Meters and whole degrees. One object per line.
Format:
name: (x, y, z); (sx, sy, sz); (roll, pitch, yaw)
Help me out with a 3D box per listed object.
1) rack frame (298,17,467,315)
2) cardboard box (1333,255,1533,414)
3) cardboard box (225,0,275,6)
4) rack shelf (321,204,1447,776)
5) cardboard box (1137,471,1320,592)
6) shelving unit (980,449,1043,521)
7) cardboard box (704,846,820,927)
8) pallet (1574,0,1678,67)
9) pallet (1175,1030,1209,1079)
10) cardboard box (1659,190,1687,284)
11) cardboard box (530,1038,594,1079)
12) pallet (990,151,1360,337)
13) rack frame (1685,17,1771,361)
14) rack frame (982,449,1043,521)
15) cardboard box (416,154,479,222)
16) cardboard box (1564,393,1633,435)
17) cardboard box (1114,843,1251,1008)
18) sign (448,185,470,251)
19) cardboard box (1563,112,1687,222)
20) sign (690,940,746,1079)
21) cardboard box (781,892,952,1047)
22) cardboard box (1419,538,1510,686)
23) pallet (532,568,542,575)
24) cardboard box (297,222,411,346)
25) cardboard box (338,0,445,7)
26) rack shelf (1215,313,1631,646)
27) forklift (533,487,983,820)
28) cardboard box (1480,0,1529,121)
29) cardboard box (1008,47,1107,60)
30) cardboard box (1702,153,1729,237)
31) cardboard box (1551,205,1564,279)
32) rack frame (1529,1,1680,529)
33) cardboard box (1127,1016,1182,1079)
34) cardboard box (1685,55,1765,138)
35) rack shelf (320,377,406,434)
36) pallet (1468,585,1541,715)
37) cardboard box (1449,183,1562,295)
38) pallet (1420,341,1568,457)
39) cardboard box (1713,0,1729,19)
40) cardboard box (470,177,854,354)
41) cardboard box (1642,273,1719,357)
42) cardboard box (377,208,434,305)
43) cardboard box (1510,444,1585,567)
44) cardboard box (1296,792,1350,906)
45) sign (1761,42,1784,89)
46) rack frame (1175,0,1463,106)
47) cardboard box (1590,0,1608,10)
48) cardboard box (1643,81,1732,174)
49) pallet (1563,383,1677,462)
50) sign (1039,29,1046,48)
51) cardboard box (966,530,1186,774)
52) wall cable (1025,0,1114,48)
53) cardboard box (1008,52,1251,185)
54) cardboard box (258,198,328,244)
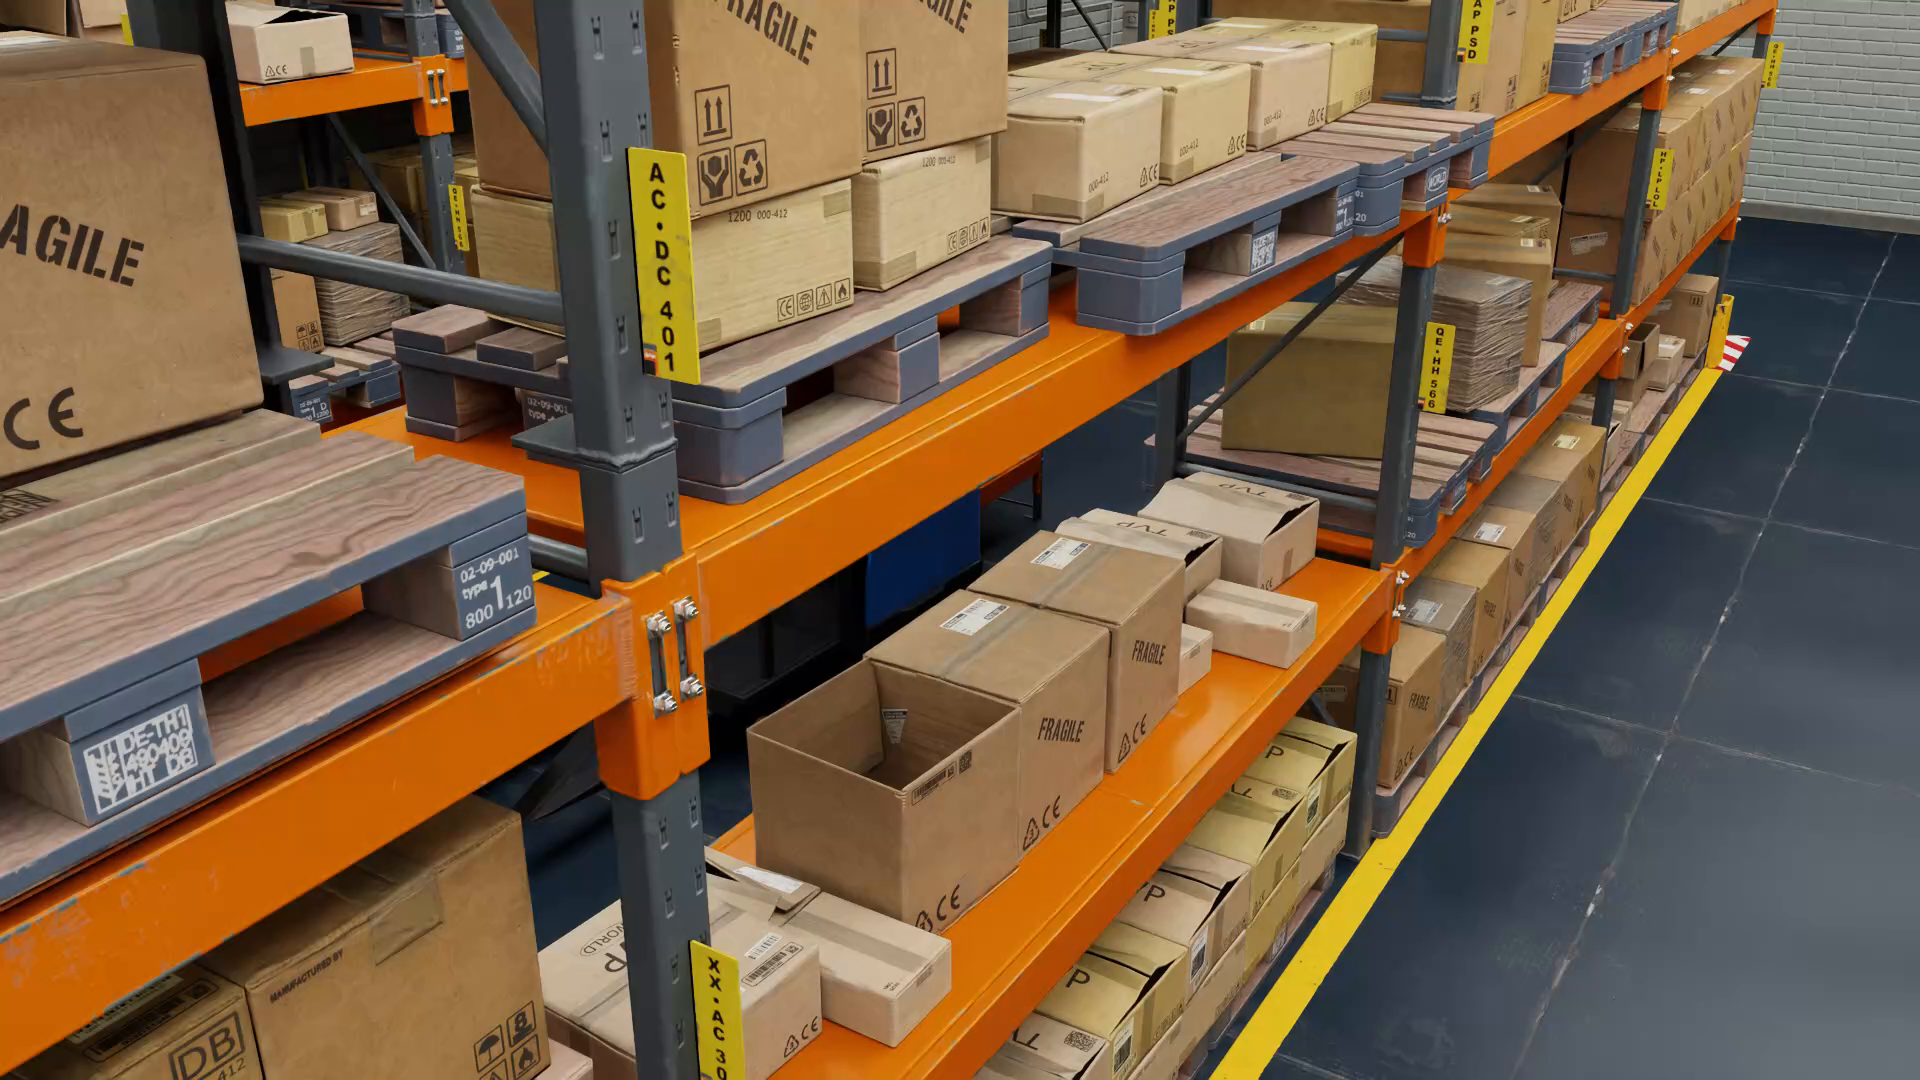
rack frame: (-2.985, -1.233, 8.822); (1.000, 3.000, 0.127); (14, 27, 29)
cardboard box: (2.106, -0.939, 7.489); (0.700, 0.500, 0.500); (20, 31, 39)
cardboard box: (-3.561, -2.469, 7.752); (0.500, 0.500, 0.500); (14, 27, 29)
rack shelf: (0.170, -0.567, 4.414); (1.077, 0.370, 4.000); (14, 27, 29)
cardboard box: (0.996, -0.041, 6.182); (0.500, 0.311, 0.500); (16, 28, 32)
shelving unit: (0.004, -0.518, 9.532); (0.538, 1.125, 1.048); (14, 27, 29)
cardboard box: (-0.577, 0.881, 4.109); (0.396, 0.266, 0.258); (13, 27, 28)
pallet: (2.931, -2.631, 8.512); (1.213, 0.211, 1.003); (14, 27, 29)
pallet: (0.113, 1.764, 5.410); (1.003, 0.211, 1.213); (14, 27, 29)
cardboard box: (4.103, -1.880, 10.192); (0.500, 0.500, 0.500); (14, 27, 30)
cardboard box: (-0.846, 0.947, 2.844); (0.380, 0.149, 0.250); (14, 27, 29)
pallet: (0.356, -0.860, 4.423); (1.003, 0.211, 1.213); (15, 28, 31)
rack frame: (5.445, -2.896, 12.664); (1.000, 3.000, 0.127); (14, 27, 29)
rack frame: (0.272, -0.690, 9.928); (0.500, 1.125, 0.032); (14, 27, 29)
cardboard box: (-2.512, -1.877, 8.841); (0.500, 0.250, 0.500); (15, 27, 30)
cardboard box: (4.188, -0.838, 10.922); (0.380, 0.166, 0.250); (14, 27, 29)
cardboard box: (0.621, 1.191, 5.450); (0.500, 0.311, 0.500); (14, 27, 29)
sign: (-2.519, -1.617, 8.352); (0.100, 0.325, 0.005); (14, 27, 29)
cardboard box: (3.822, -2.151, 9.558); (0.500, 0.500, 0.500); (15, 27, 30)
sign: (-0.413, 0.836, 2.853); (0.100, 0.325, 0.005); (14, 27, 29)
cardboard box: (-0.244, 1.013, 3.950); (0.380, 0.149, 0.250); (14, 27, 29)
cardboard box: (2.248, 0.310, 7.852); (0.500, 0.500, 0.500); (13, 27, 28)
pallet: (-2.506, -0.203, 9.954); (1.003, 0.211, 1.213); (14, 27, 29)
cardboard box: (-3.225, -1.320, 8.343); (0.700, 0.500, 0.500); (11, 26, 23)
cardboard box: (-2.783, -3.030, 8.517); (0.700, 0.500, 0.500); (12, 26, 25)
rack shelf: (2.280, -0.541, 8.129); (1.077, 0.370, 4.000); (14, 27, 29)
forklift: (-1.121, -0.601, 7.448); (1.130, 2.935, 3.031); (15, 28, 31)
cardboard box: (1.695, -1.945, 6.565); (0.910, 0.500, 0.500); (14, 27, 29)
cardboard box: (0.974, -3.896, 14.597); (0.980, 0.700, 0.700); (15, 28, 31)
cardboard box: (4.901, -2.391, 11.370); (0.500, 0.500, 0.500); (14, 27, 29)
cardboard box: (3.381, -1.814, 10.039); (0.500, 0.500, 0.500); (14, 27, 30)
rack frame: (3.335, -1.546, 9.545); (1.000, 3.000, 0.127); (14, 27, 29)
cardboard box: (0.349, 1.620, 5.165); (0.500, 0.250, 0.500); (14, 27, 30)
cardboard box: (5.444, -3.193, 11.965); (0.500, 0.500, 0.500); (14, 27, 29)
rack shelf: (-4.040, -0.227, 7.405); (1.077, 0.370, 4.000); (14, 27, 29)
pallet: (2.295, 0.430, 8.492); (1.003, 0.211, 1.213); (14, 27, 29)
cardboard box: (2.895, -1.671, 9.181); (0.700, 0.500, 0.500); (5, 24, 11)
pallet: (2.247, -0.765, 7.983); (1.003, 0.211, 1.213); (14, 27, 29)
cardboard box: (4.334, -3.302, 10.015); (0.500, 0.250, 0.500); (14, 27, 29)
cardboard box: (-0.552, -0.552, 3.134); (0.500, 0.250, 0.500); (17, 29, 34)
cardboard box: (5.367, -1.716, 12.530); (0.500, 0.500, 0.500); (14, 27, 29)
cardboard box: (-2.960, -1.639, 9.235); (0.500, 0.500, 0.500); (14, 27, 29)
cardboard box: (3.050, -0.209, 9.050); (0.500, 0.500, 0.500); (14, 27, 29)
cardboard box: (1.155, 1.102, 6.361); (0.500, 0.250, 0.500); (15, 27, 30)
sign: (5.906, -3.449, 12.087); (0.100, 0.325, 0.005); (14, 27, 29)
rack frame: (1.225, -2.949, 5.235); (1.000, 3.000, 0.127); (14, 27, 29)
cardboard box: (3.007, -3.052, 8.469); (0.600, 0.600, 0.600); (11, 26, 24)
cardboard box: (4.637, -2.673, 10.764); (0.500, 0.500, 0.500); (15, 27, 31)
pallet: (4.341, -0.911, 11.589); (1.003, 0.211, 1.213); (14, 27, 29)
sign: (0.766, -4.485, 15.144); (0.100, 0.325, 0.005); (14, 27, 29)
cardboard box: (0.354, 0.328, 5.091); (0.500, 0.500, 0.500); (12, 26, 26)
wall cable: (1.106, -5.029, 16.313); (0.084, 1.984, 1.851); (14, 27, 29)
cardboard box: (0.461, -1.160, 4.538); (0.500, 0.250, 0.500); (13, 27, 28)
cardboard box: (-3.299, -1.544, 8.044); (0.380, 0.149, 0.250); (9, 25, 20)
